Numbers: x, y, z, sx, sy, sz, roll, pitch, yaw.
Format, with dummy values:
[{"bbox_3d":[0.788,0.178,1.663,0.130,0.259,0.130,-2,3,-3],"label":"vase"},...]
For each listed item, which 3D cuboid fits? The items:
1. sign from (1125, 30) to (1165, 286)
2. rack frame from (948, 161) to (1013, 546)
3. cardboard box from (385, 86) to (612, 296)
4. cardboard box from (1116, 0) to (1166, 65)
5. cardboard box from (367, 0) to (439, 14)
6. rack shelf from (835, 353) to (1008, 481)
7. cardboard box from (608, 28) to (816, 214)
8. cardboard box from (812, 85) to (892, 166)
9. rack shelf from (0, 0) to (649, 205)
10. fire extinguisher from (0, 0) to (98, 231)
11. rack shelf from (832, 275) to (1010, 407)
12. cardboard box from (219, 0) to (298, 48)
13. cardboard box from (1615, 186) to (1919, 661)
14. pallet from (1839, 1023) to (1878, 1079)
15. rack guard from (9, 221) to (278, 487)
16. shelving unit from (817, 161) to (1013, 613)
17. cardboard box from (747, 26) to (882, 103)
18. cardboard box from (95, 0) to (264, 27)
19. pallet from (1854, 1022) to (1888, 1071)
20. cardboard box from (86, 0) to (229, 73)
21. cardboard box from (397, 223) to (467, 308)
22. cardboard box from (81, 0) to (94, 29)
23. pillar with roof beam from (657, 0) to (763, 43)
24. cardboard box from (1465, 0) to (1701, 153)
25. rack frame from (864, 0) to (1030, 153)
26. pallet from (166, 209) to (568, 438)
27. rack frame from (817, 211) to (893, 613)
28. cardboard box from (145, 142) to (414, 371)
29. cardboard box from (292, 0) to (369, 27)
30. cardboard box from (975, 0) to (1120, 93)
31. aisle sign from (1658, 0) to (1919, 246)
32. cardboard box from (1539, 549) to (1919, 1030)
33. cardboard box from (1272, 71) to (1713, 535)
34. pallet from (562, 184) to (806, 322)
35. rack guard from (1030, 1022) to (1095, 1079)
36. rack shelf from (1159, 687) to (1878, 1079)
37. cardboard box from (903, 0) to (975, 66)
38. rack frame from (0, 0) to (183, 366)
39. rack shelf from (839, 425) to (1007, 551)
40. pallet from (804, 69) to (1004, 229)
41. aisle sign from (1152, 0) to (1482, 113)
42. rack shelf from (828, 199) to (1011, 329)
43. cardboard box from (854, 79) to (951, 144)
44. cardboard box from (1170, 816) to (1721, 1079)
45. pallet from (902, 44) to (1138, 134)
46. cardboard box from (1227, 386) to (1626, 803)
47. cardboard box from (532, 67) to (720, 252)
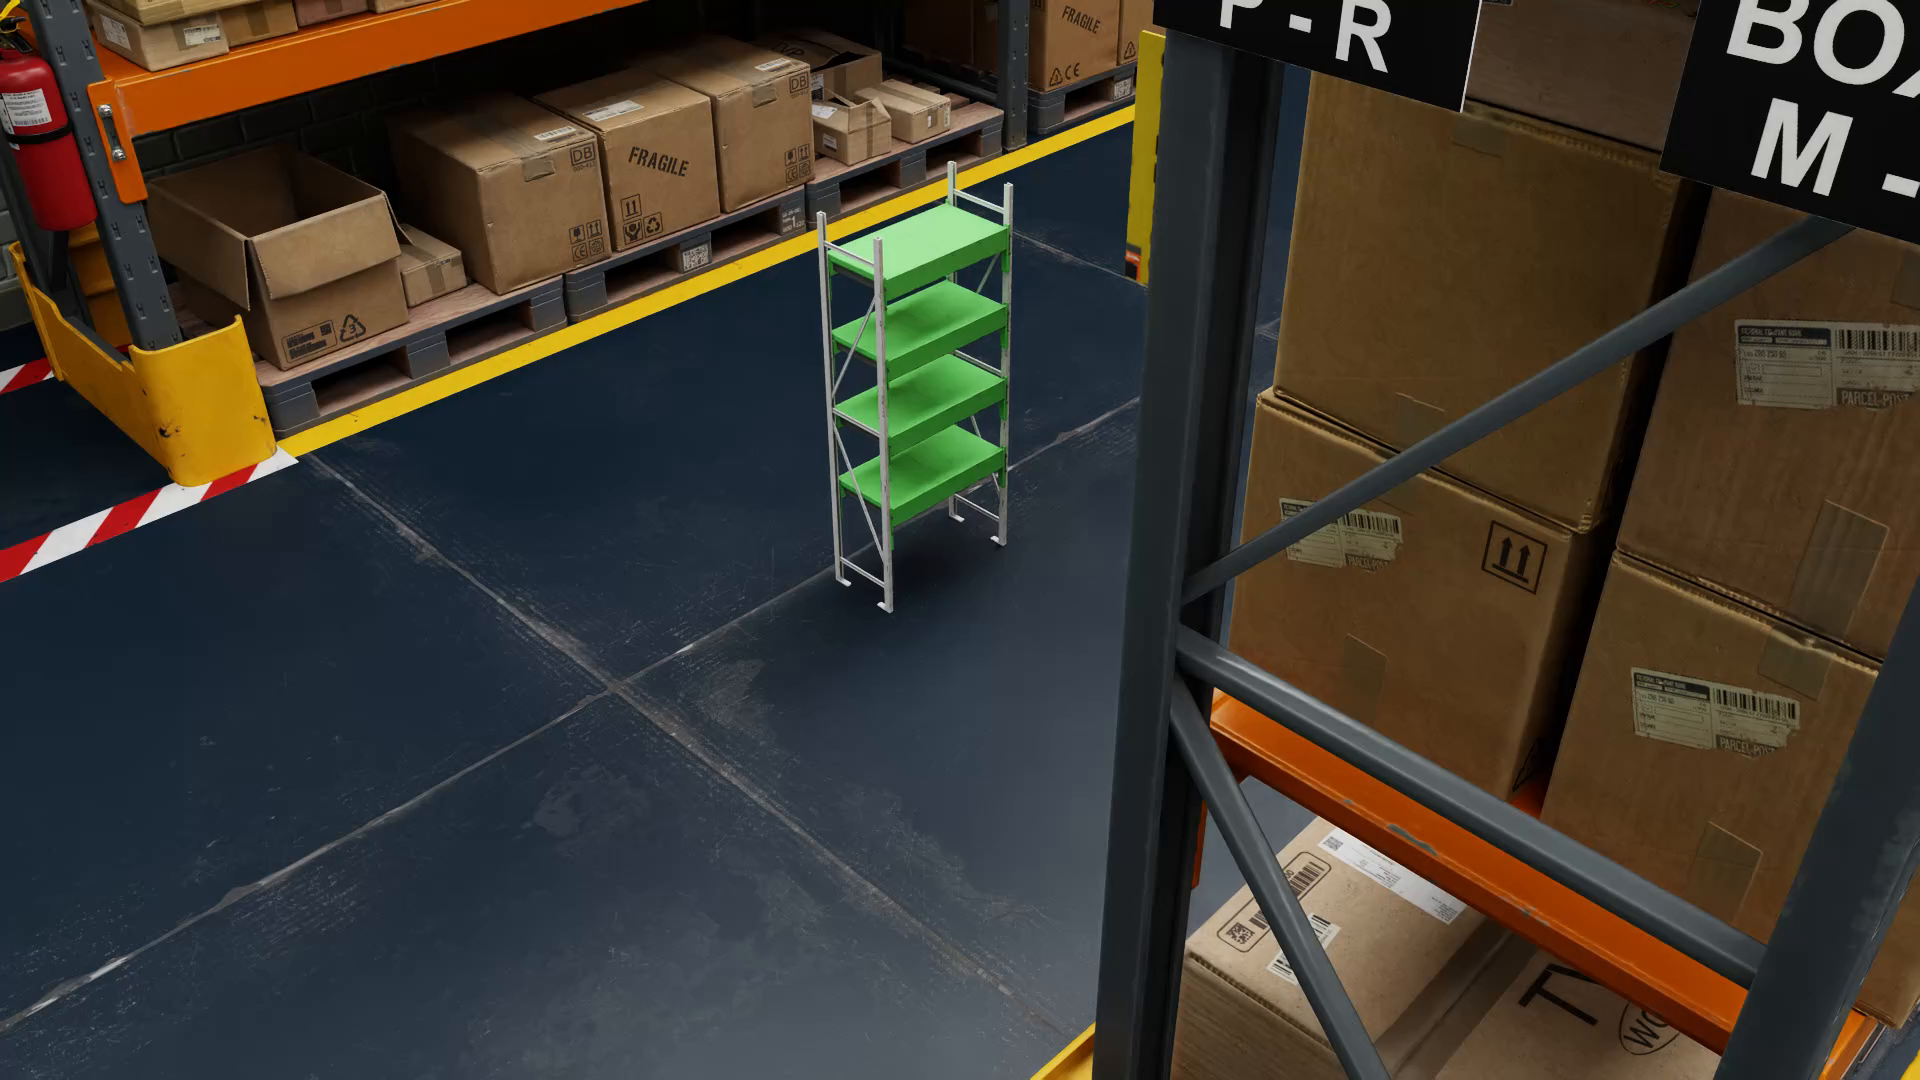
[{"bbox_3d":[0.254,-0.462,2.070,0.100,0.325,0.005,30,45,35],"label":"sign"},{"bbox_3d":[0.055,-0.524,4.952,0.240,1.200,0.015,30,45,35],"label":"rack frame"},{"bbox_3d":[-1.768,-1.352,6.385,0.500,0.500,0.700,-28,44,-34],"label":"cardboard box"},{"bbox_3d":[0.791,-2.761,8.404,0.500,0.500,0.500,29,44,35],"label":"cardboard box"},{"bbox_3d":[-1.941,-1.904,5.578,0.250,0.149,0.380,-28,44,-34],"label":"cardboard box"},{"bbox_3d":[-0.117,-0.373,4.847,0.258,0.148,0.480,30,45,35],"label":"rack shelf"},{"bbox_3d":[-1.037,-1.774,6.989,0.700,0.500,0.500,28,43,34],"label":"cardboard box"},{"bbox_3d":[-0.513,-1.849,7.302,0.258,0.266,0.396,-28,44,-34],"label":"cardboard box"},{"bbox_3d":[-1.487,-2.181,6.384,1.077,0.370,4.000,30,45,35],"label":"rack shelf"},{"bbox_3d":[-2.672,-1.233,4.790,0.296,0.674,0.183,30,45,35],"label":"fire extinguisher"},{"bbox_3d":[-0.117,-0.569,4.710,0.258,0.148,0.480,30,45,35],"label":"rack shelf"},{"bbox_3d":[-2.323,-1.706,5.293,0.250,0.149,0.380,-29,44,-35],"label":"cardboard box"},{"bbox_3d":[1.169,-0.196,1.948,0.500,0.500,0.500,28,44,34],"label":"cardboard box"},{"bbox_3d":[1.137,1.123,3.456,1.003,0.211,1.213,30,45,35],"label":"pallet"},{"bbox_3d":[-2.843,-0.670,5.773,1.175,0.500,0.348,30,45,35],"label":"rack guard"},{"bbox_3d":[-0.117,-0.425,4.810,0.258,1.200,0.503,30,45,35],"label":"shelving unit"},{"bbox_3d":[-0.711,-2.184,7.743,0.500,0.311,0.500,-28,44,-34],"label":"cardboard box"},{"bbox_3d":[-2.385,-1.800,5.080,0.500,0.250,0.500,-30,45,-35],"label":"cardboard box"},{"bbox_3d":[1.996,0.630,4.163,1.003,0.211,1.213,30,45,35],"label":"pallet"},{"bbox_3d":[-2.470,-1.584,5.119,0.380,0.149,0.250,29,44,35],"label":"cardboard box"},{"bbox_3d":[-2.071,-1.034,6.235,0.380,0.149,0.250,28,43,34],"label":"cardboard box"},{"bbox_3d":[-2.853,-1.804,5.434,0.380,0.149,0.250,29,44,35],"label":"cardboard box"},{"bbox_3d":[1.847,-4.094,3.254,9.100,9.000,0.400,30,45,35],"label":"pillar with roof beam"},{"bbox_3d":[0.740,-0.609,1.972,0.250,0.149,0.380,-29,44,-35],"label":"cardboard box"},{"bbox_3d":[-0.078,-3.288,7.342,1.000,3.000,0.127,30,45,35],"label":"rack frame"},{"bbox_3d":[-2.282,-0.875,6.321,1.003,0.211,1.213,30,45,35],"label":"pallet"},{"bbox_3d":[-0.289,-0.326,4.668,0.240,1.200,0.015,30,45,35],"label":"rack frame"},{"bbox_3d":[-2.398,-1.023,5.909,0.797,0.503,0.637,28,43,34],"label":"cardboard box"},{"bbox_3d":[-2.163,-1.827,5.466,0.380,0.149,0.250,29,44,35],"label":"cardboard box"},{"bbox_3d":[0.423,-2.541,8.089,0.500,0.500,0.500,-28,43,-34],"label":"cardboard box"},{"bbox_3d":[0.784,-0.585,1.194,0.394,0.787,0.004,30,45,35],"label":"aisle sign"},{"bbox_3d":[1.171,0.215,2.232,0.500,0.500,0.500,29,44,35],"label":"cardboard box"},{"bbox_3d":[0.800,-0.408,2.251,0.500,0.500,0.500,-28,44,-34],"label":"cardboard box"},{"bbox_3d":[-1.422,-1.368,7.027,1.003,0.211,1.213,30,45,35],"label":"pallet"},{"bbox_3d":[0.612,1.370,2.849,1.175,0.500,0.348,30,45,35],"label":"rack guard"},{"bbox_3d":[2.038,-0.182,3.517,1.077,0.370,4.000,30,45,35],"label":"rack shelf"},{"bbox_3d":[0.058,-2.753,8.394,0.500,0.500,0.500,29,44,35],"label":"cardboard box"},{"bbox_3d":[-2.896,-1.664,5.014,1.000,3.000,0.127,30,45,35],"label":"rack frame"},{"bbox_3d":[-0.117,-0.176,4.984,0.258,0.148,0.480,30,45,35],"label":"rack shelf"},{"bbox_3d":[-0.562,-1.866,7.741,1.003,0.211,1.213,30,45,35],"label":"pallet"},{"bbox_3d":[0.358,-0.827,1.541,0.394,0.787,0.004,30,45,35],"label":"aisle sign"},{"bbox_3d":[-0.117,-0.766,4.572,0.258,0.148,0.480,30,45,35],"label":"rack shelf"},{"bbox_3d":[-0.262,-1.946,7.544,0.380,0.149,0.250,28,44,34],"label":"cardboard box"},{"bbox_3d":[1.023,0.905,3.202,0.875,0.438,0.875,28,44,34],"label":"cardboard box"},{"bbox_3d":[0.468,-2.489,8.635,1.003,0.211,1.213,30,45,35],"label":"pallet"},{"bbox_3d":[0.781,-0.009,2.553,0.500,0.500,0.500,-30,45,-35],"label":"cardboard box"},{"bbox_3d":[-1.325,-1.527,6.635,0.500,0.500,0.500,-29,44,-35],"label":"cardboard box"}]
